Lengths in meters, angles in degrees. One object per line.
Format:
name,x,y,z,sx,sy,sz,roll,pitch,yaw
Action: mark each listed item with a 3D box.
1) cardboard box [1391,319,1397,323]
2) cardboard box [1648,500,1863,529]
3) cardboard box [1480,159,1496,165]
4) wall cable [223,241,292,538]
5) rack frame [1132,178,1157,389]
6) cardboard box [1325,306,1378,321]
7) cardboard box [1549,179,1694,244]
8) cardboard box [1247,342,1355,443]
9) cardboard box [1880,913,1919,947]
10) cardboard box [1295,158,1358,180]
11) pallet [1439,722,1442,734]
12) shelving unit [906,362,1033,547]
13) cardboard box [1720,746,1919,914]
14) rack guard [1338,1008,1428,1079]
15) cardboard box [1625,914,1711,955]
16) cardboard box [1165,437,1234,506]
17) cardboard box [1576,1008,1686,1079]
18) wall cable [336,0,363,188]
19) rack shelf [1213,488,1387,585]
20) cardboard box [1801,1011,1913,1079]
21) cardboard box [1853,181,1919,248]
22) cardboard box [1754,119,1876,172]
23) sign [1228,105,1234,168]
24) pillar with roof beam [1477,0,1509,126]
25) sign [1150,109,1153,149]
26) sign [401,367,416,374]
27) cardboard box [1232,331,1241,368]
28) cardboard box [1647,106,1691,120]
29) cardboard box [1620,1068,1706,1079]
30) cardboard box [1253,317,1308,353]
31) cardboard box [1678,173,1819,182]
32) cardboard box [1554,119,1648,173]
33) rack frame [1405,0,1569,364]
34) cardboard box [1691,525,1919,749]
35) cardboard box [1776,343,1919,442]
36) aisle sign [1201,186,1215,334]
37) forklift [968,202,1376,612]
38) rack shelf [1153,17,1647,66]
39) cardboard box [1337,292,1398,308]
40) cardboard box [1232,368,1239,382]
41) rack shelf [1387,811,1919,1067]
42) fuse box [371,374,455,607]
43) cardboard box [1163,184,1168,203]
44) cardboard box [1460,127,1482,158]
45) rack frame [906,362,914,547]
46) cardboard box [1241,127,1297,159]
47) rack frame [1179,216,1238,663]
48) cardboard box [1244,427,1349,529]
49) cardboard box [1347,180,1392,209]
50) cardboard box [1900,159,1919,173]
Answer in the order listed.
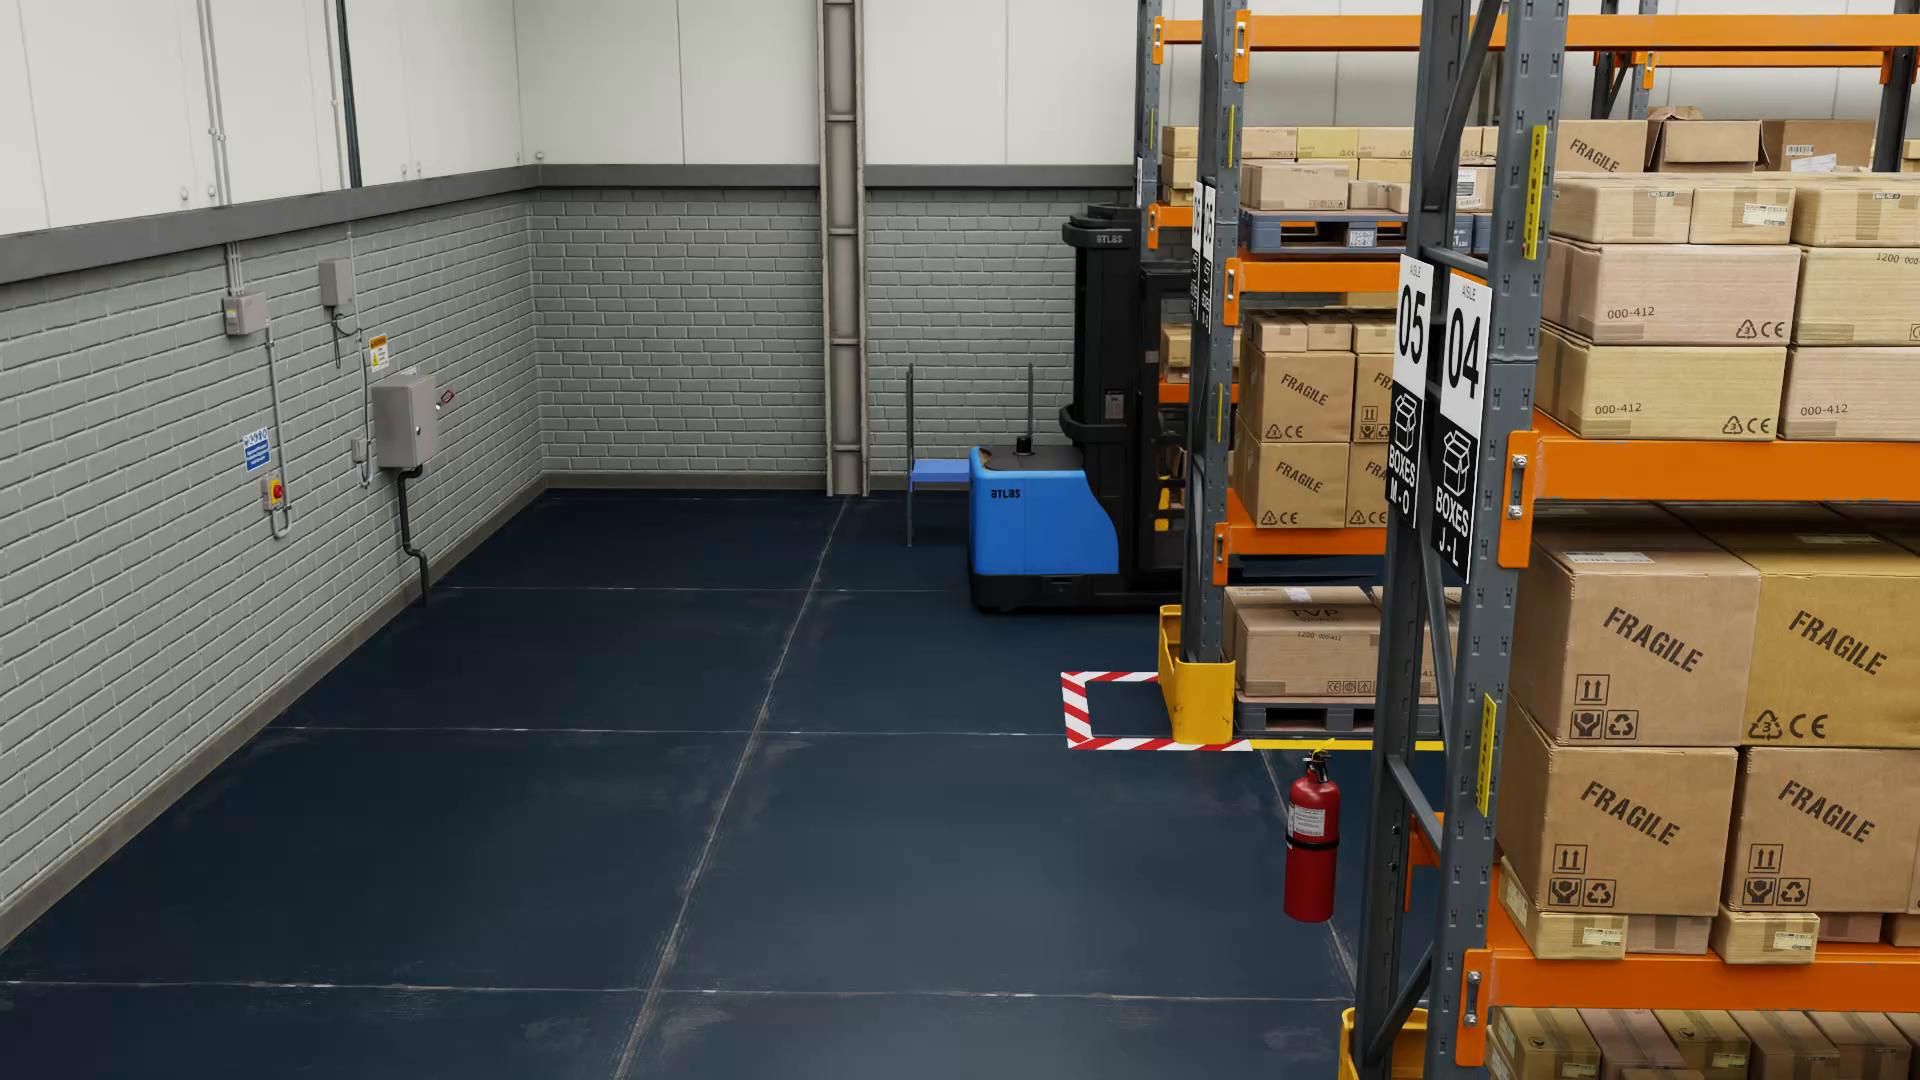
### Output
cardboard box,2.605,-1.157,9.417,0.250,0.149,0.380,0,15,0
cardboard box,2.418,0.135,5.211,0.500,0.500,0.500,0,15,0
cardboard box,4.586,-3.097,14.030,0.500,0.250,0.500,0,15,0
wall cable,-4.165,-0.933,9.943,0.123,1.953,0.585,0,15,1
rack frame,1.596,-1.662,14.758,0.127,3.000,1.000,0,15,1
cardboard box,2.351,-1.314,10.014,0.250,0.149,0.380,0,15,1
cardboard box,1.765,-0.885,4.466,0.250,0.149,0.380,0,15,1
cardboard box,1.945,-0.852,9.532,0.500,0.500,0.500,0,15,0
cardboard box,2.819,1.056,4.951,0.250,0.149,0.380,0,15,1
cardboard box,3.052,-3.106,14.064,0.500,0.250,0.500,0,15,0
pallet,3.491,0.947,10.339,1.213,0.211,1.003,0,15,1
shelving unit,0.085,-0.725,14.147,1.048,1.500,0.538,0,15,1
cardboard box,2.425,0.745,4.855,0.500,0.500,0.500,0,15,2
rack guard,1.523,2.076,5.490,0.348,0.500,1.175,0,15,1
cardboard box,2.018,1.066,4.914,0.250,0.149,0.380,1,15,3
cardboard box,2.205,-0.629,14.916,0.637,0.503,0.797,0,15,-1
cardboard box,2.233,1.710,5.577,0.250,0.149,0.380,1,15,3
wall cable,-4.090,-4.182,12.477,0.133,3.039,2.988,0,15,1
rack shelf,3.472,-0.035,10.002,4.000,0.370,1.077,0,15,1
cardboard box,3.022,1.685,5.673,0.250,0.149,0.380,1,15,4
cardboard box,2.532,-0.857,4.359,0.250,0.149,0.380,1,15,2
cardboard box,4.889,-2.177,9.617,0.500,0.500,0.500,1,15,2
sign,1.453,-2.166,8.919,0.005,0.325,0.100,0,15,1
pillar with roof beam,4.812,-3.673,10.621,0.400,9.000,9.100,0,15,1
sign,1.582,-3.396,13.739,0.005,0.325,0.100,0,15,1
sign,-4.160,-1.043,12.598,0.001,0.494,0.329,0,15,1
cardboard box,2.547,-1.658,14.455,0.500,0.250,0.500,1,15,2
cardboard box,5.887,-3.469,13.807,0.258,0.266,0.396,0,15,1
cardboard box,2.241,1.816,5.175,0.250,0.149,0.380,1,15,2
cardboard box,1.821,-1.168,9.461,0.250,0.149,0.380,1,15,3
cardboard box,2.288,-0.990,4.864,0.250,0.149,0.380,0,15,0
cardboard box,3.484,-2.094,9.303,0.500,0.500,0.500,1,15,2
rack frame,1.447,-2.033,4.407,0.127,3.000,1.000,0,15,1
cardboard box,2.394,0.264,4.721,0.500,0.500,0.500,1,15,3
cardboard box,2.416,-0.438,4.534,0.500,0.250,0.500,1,15,3
aisle sign,1.393,-1.579,9.350,0.004,0.787,0.394,0,15,1
forklift,1.592,-1.007,12.413,3.031,2.935,1.130,-1,15,-2
rack shelf,3.595,-4.200,14.035,4.000,0.370,1.077,0,15,1
cardboard box,3.542,-2.014,14.335,0.500,0.500,0.500,1,15,3
cardboard box,2.436,-1.485,14.582,0.250,0.149,0.380,0,15,1
rack shelf,3.447,1.228,5.215,4.000,0.370,1.077,0,15,1
fuse box,-3.965,-0.338,12.268,0.414,1.711,0.539,0,15,1
cardboard box,1.922,-3.047,14.623,0.250,0.149,0.380,1,15,3
cardboard box,4.070,-3.347,13.998,0.500,0.250,0.500,1,15,2
rack frame,-0.423,-0.728,14.159,0.032,1.500,0.500,0,15,1
cardboard box,2.541,-3.350,14.008,0.500,0.250,0.500,0,15,1
rack frame,1.473,-0.396,9.960,0.127,3.000,1.000,0,15,1
cardboard box,1.945,-0.368,9.658,0.500,0.500,0.500,0,15,1
cardboard box,2.346,-2.014,9.686,0.250,0.149,0.380,-1,15,-3
cardboard box,7.947,-3.136,13.979,0.250,0.149,0.380,1,15,3
